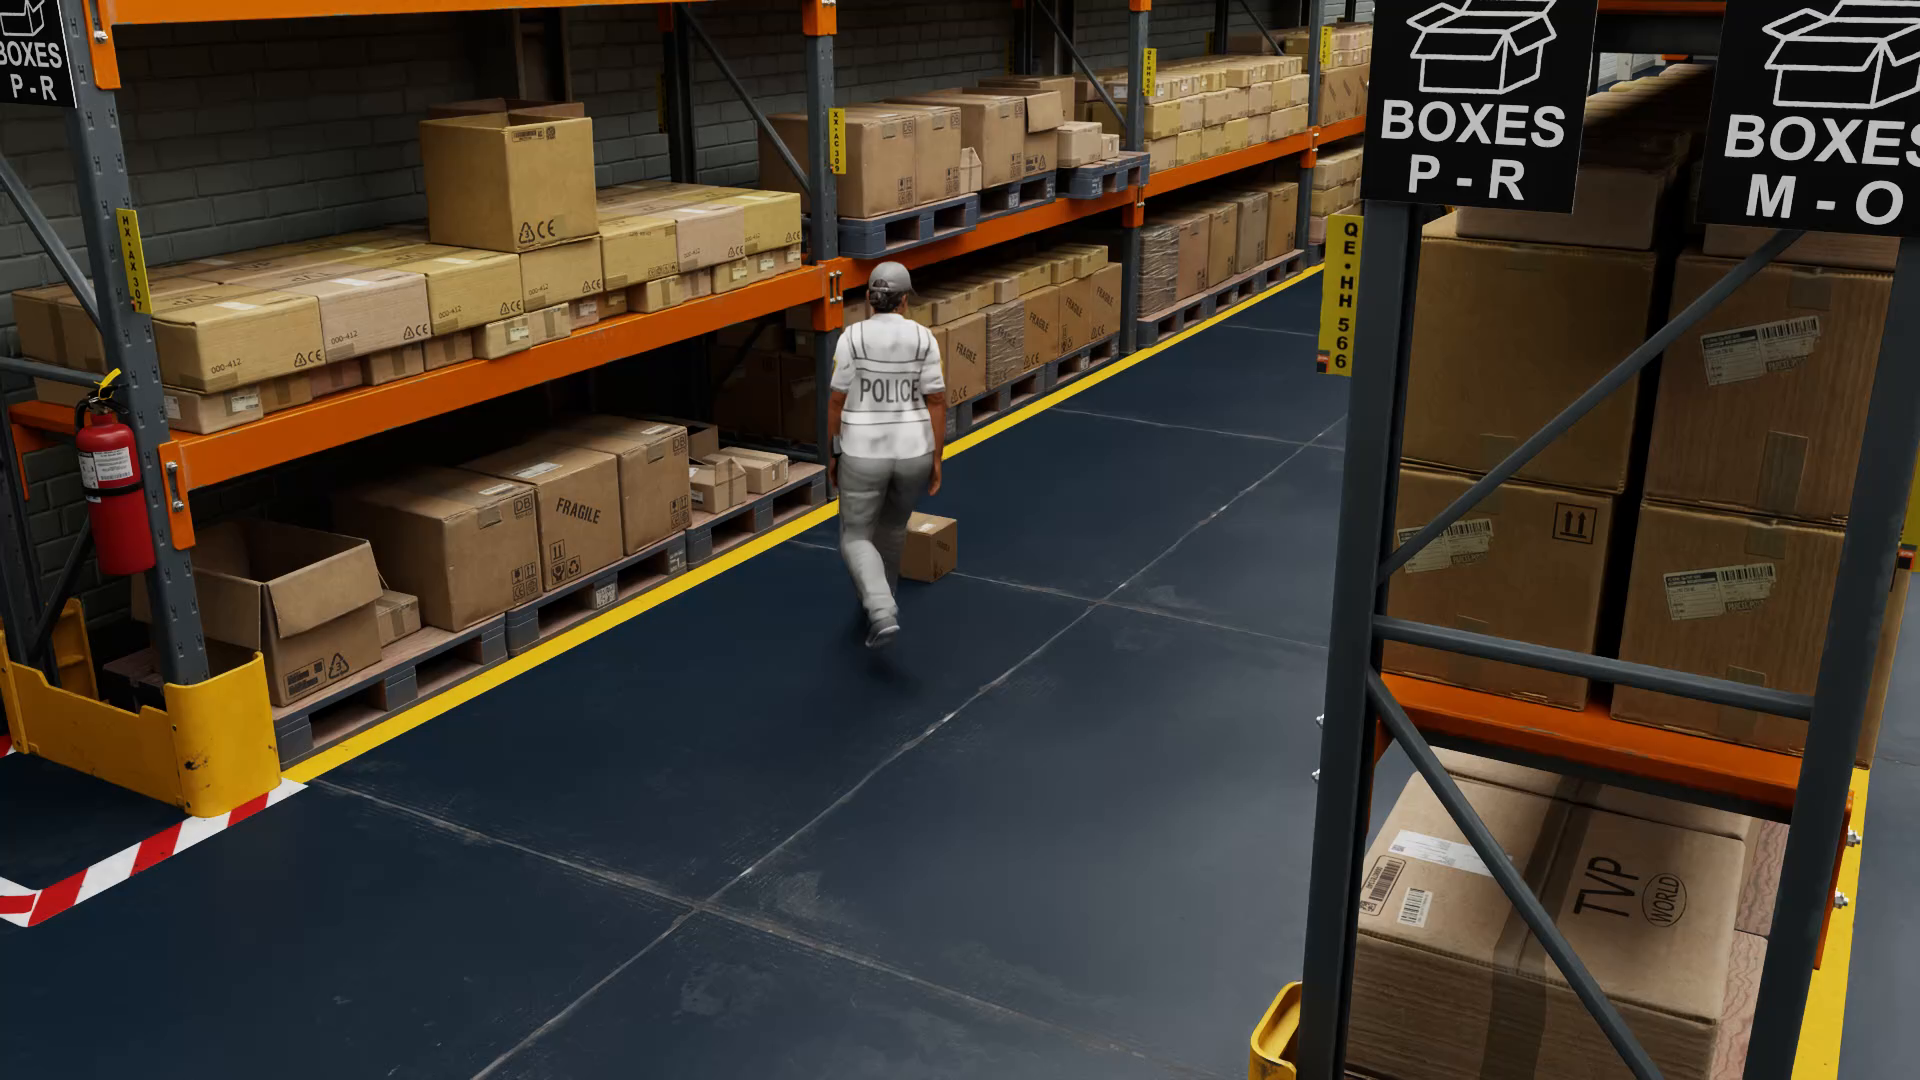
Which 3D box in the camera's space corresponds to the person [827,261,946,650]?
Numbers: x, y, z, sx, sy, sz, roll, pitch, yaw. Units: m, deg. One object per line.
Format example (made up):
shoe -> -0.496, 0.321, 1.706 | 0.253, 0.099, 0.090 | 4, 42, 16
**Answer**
person -> -0.302, -0.352, 7.061 | 0.488, 1.624, 0.906 | -7, 21, -20
